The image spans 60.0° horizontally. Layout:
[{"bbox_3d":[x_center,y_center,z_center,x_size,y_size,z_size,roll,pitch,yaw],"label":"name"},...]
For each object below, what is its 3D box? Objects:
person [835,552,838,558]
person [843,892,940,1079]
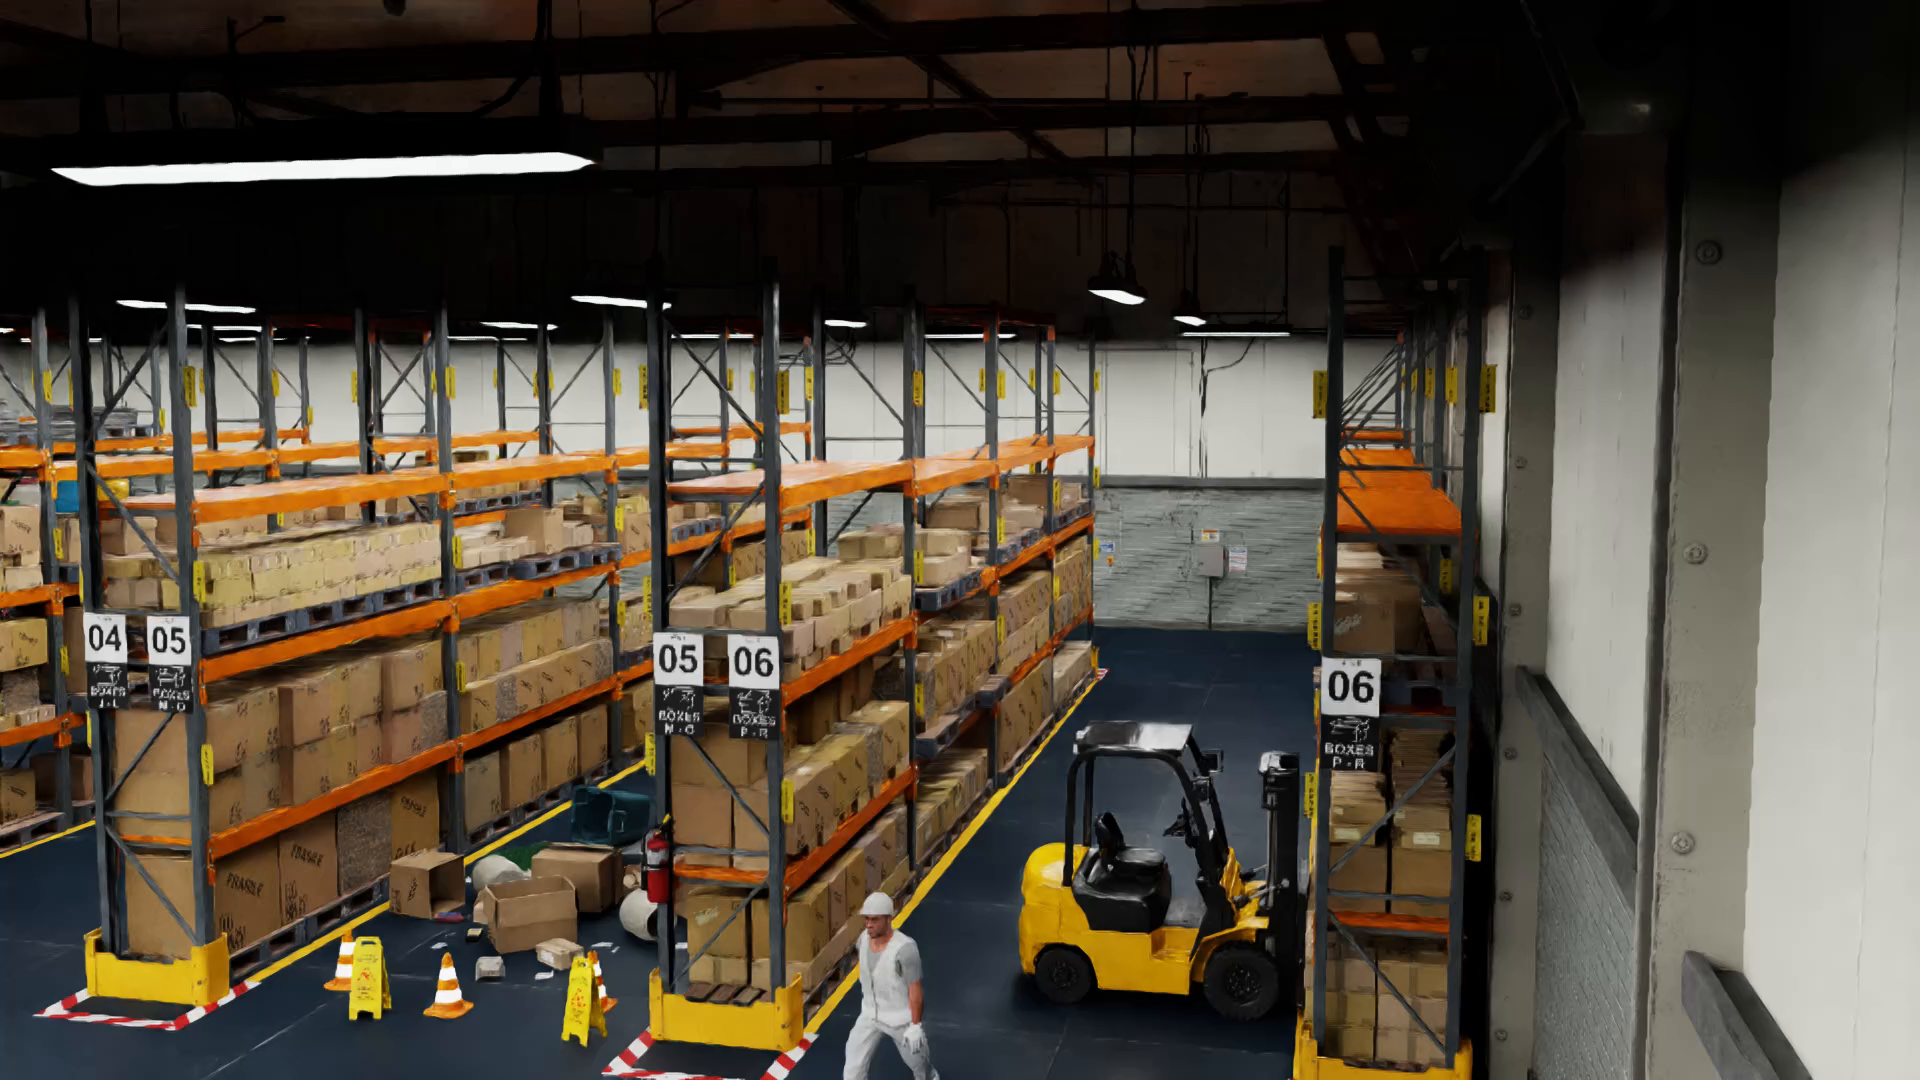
[{"bbox_3d":[-2.111,1.103,31.577,0.577,1.756,0.619,-5,8,-41],"label":"person"},{"bbox_3d":[-0.476,3.189,11.139,0.594,1.739,0.986,4,7,34],"label":"person"}]
